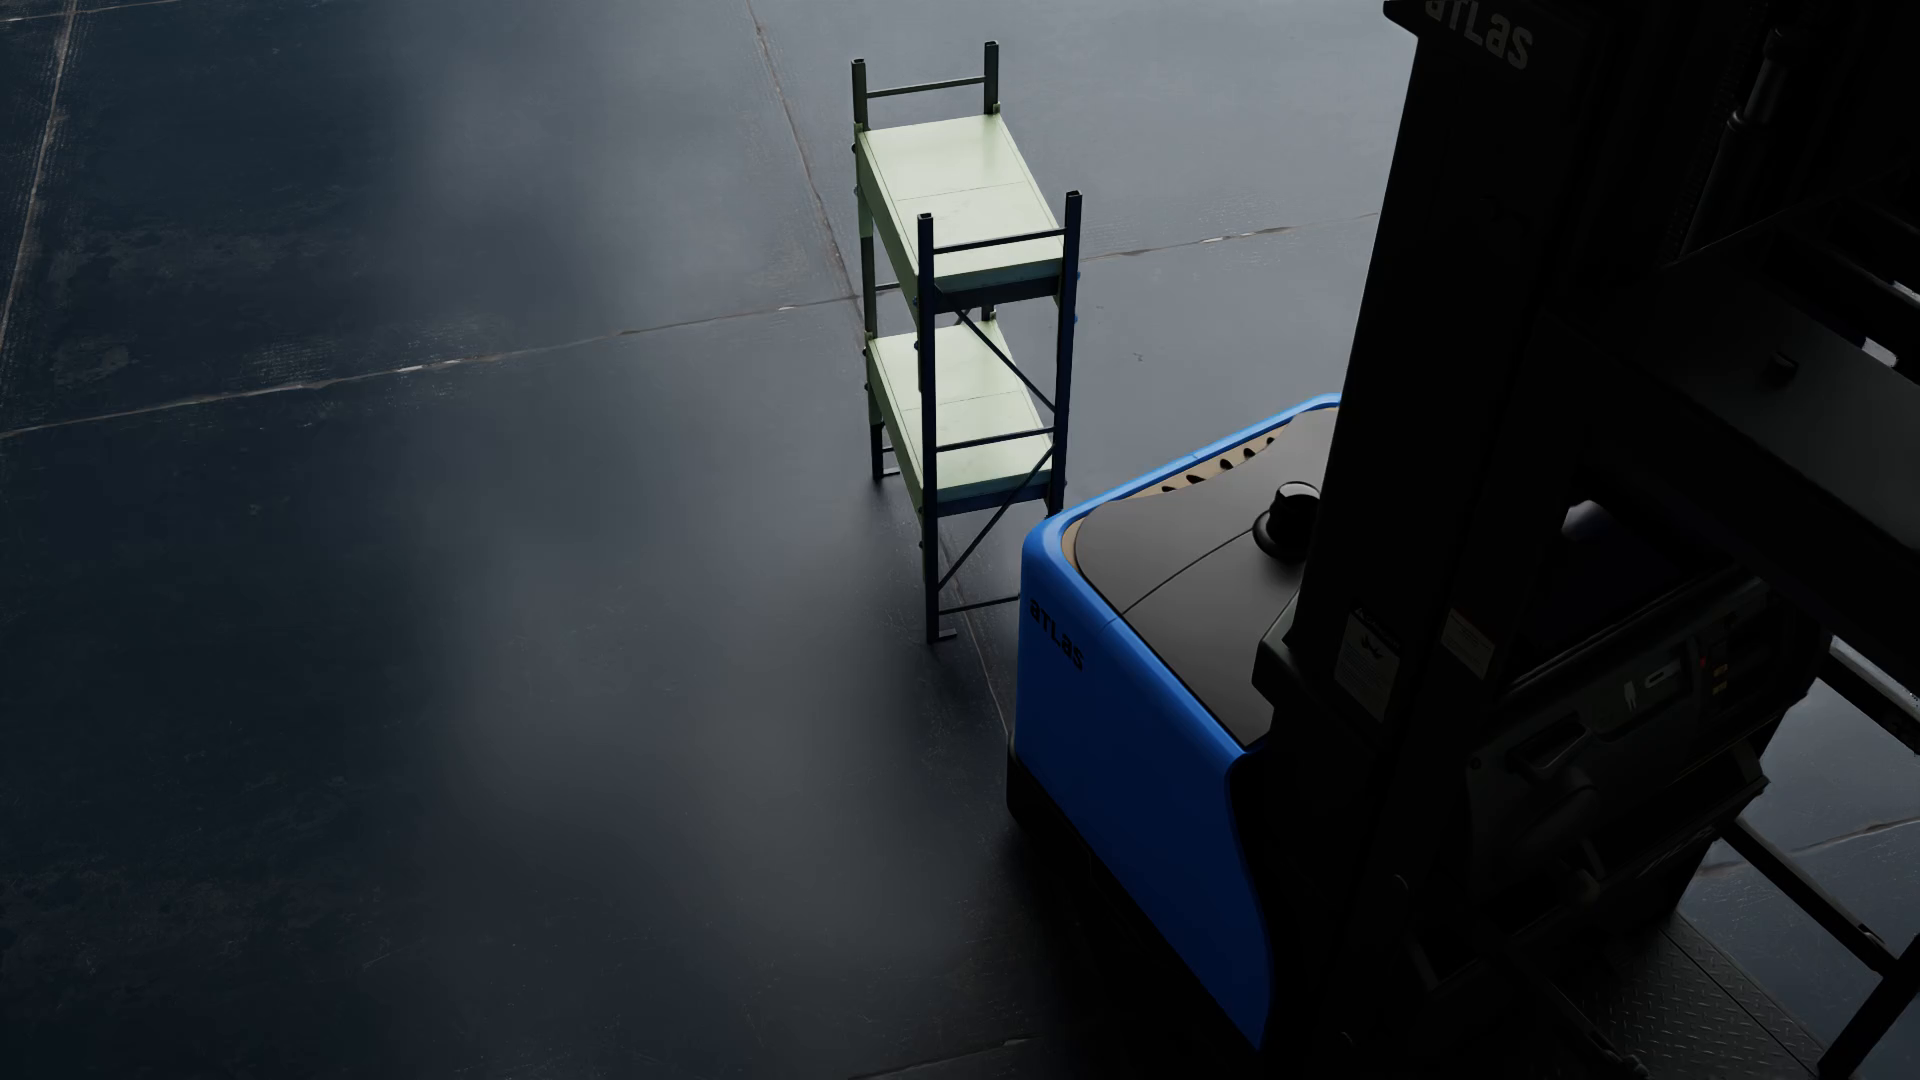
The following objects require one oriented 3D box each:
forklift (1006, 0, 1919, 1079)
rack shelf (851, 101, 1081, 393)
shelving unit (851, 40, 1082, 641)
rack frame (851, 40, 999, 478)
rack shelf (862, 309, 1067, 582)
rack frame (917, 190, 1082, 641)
[{"bbox_3d":[1.336,0.410,2.796,1.130,2.935,3.031,-24,50,-22],"label":"forklift"},{"bbox_3d":[0.002,-0.793,4.431,0.431,0.370,0.720,-11,47,-10],"label":"rack shelf"},{"bbox_3d":[0.002,-0.520,4.710,0.431,1.500,0.755,-11,47,-10],"label":"shelving unit"},{"bbox_3d":[-0.092,-0.773,4.957,0.400,1.500,0.023,-11,47,-10],"label":"rack frame"},{"bbox_3d":[0.002,-0.292,4.943,0.431,0.370,0.720,-11,47,-10],"label":"rack shelf"},{"bbox_3d":[0.095,-0.268,4.462,0.400,1.500,0.023,-11,47,-10],"label":"rack frame"}]
